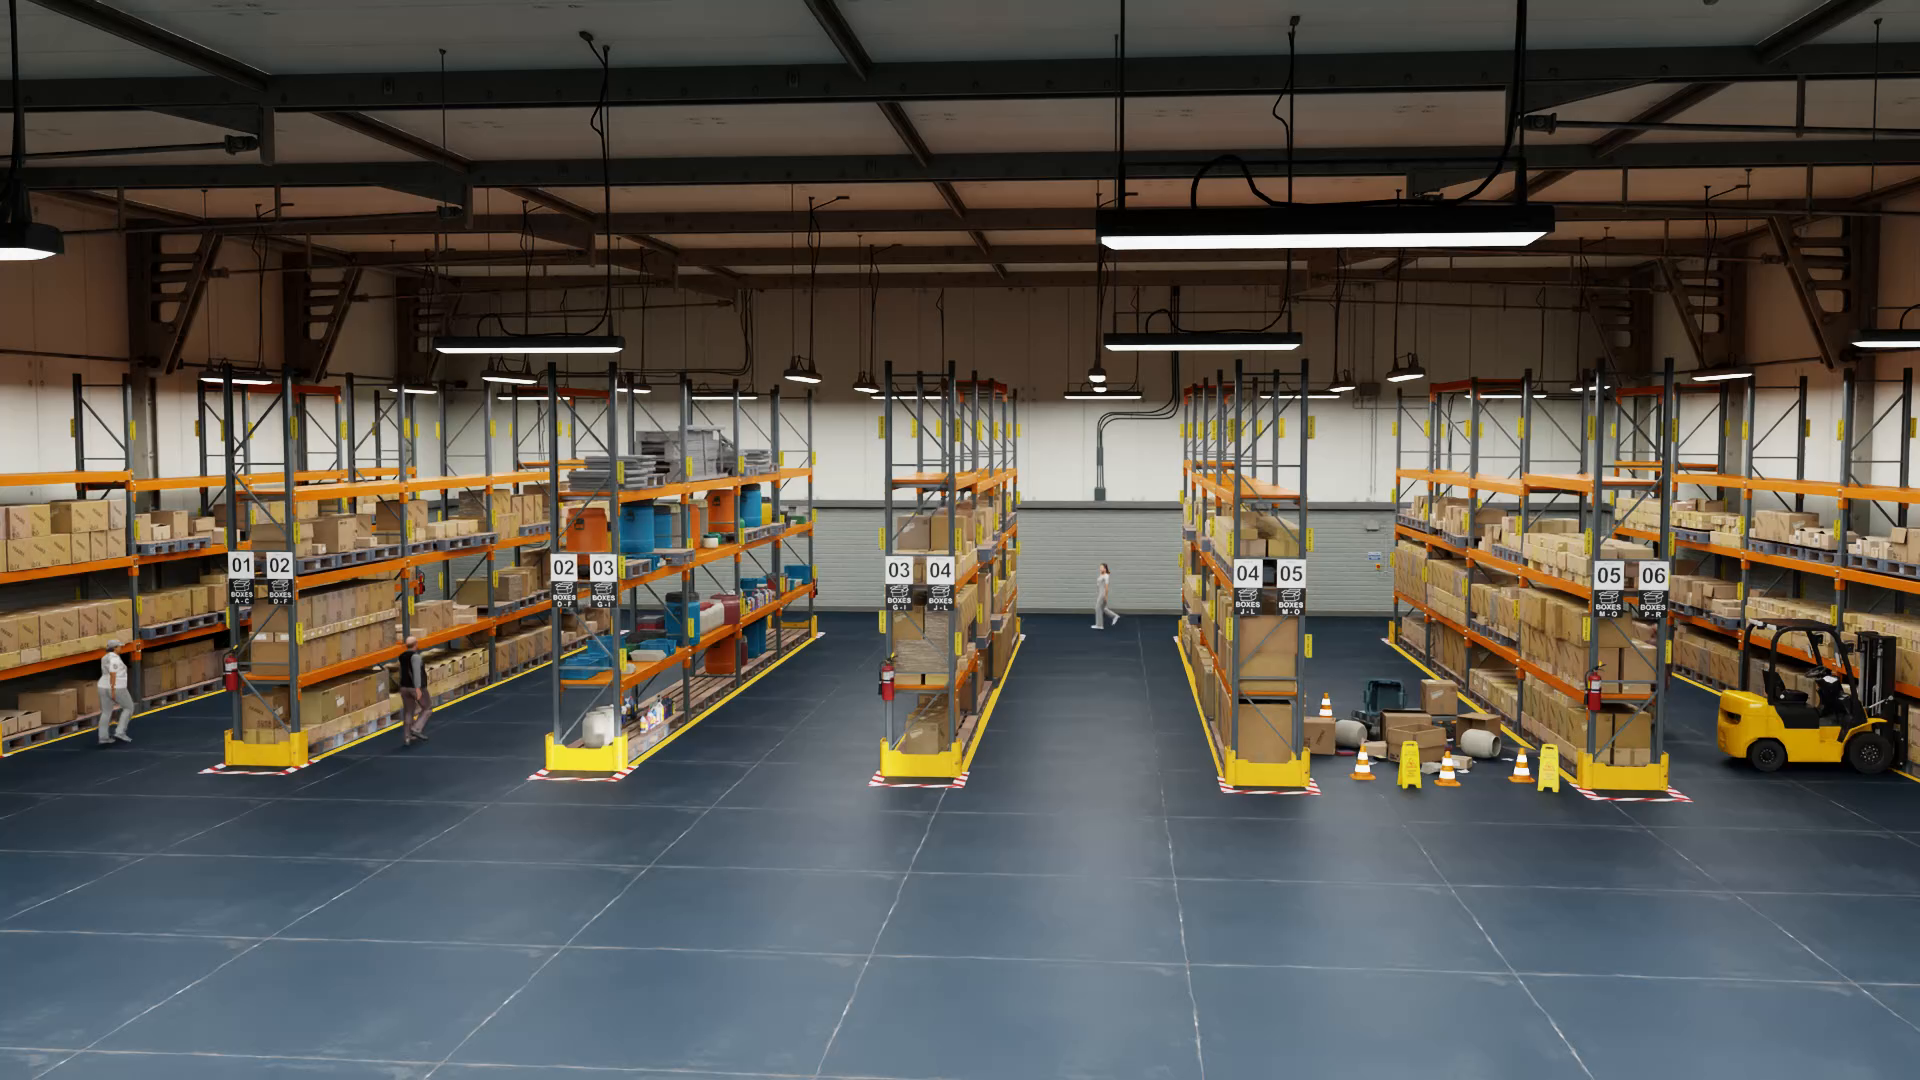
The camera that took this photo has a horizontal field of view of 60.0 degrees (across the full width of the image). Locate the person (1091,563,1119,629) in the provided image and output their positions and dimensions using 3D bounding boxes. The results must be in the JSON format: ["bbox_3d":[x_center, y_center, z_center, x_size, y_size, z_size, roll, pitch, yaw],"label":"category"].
[{"bbox_3d":[3.662,1.406,41.892,0.708,1.651,0.426,0,4,3],"label":"person"}]

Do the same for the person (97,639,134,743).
[{"bbox_3d":[-13.583,2.429,26.648,0.512,1.674,0.545,1,4,17],"label":"person"}]

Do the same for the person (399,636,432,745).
[{"bbox_3d":[-8.735,2.391,26.538,0.569,1.709,0.464,1,4,18],"label":"person"}]

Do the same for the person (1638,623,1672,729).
[{"bbox_3d":[11.626,2.296,27.780,0.614,1.803,0.469,-1,4,-14],"label":"person"}]

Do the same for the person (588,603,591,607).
[{"bbox_3d":[-9.634,1.213,43.779,0.472,1.788,0.581,1,4,8],"label":"person"}]
